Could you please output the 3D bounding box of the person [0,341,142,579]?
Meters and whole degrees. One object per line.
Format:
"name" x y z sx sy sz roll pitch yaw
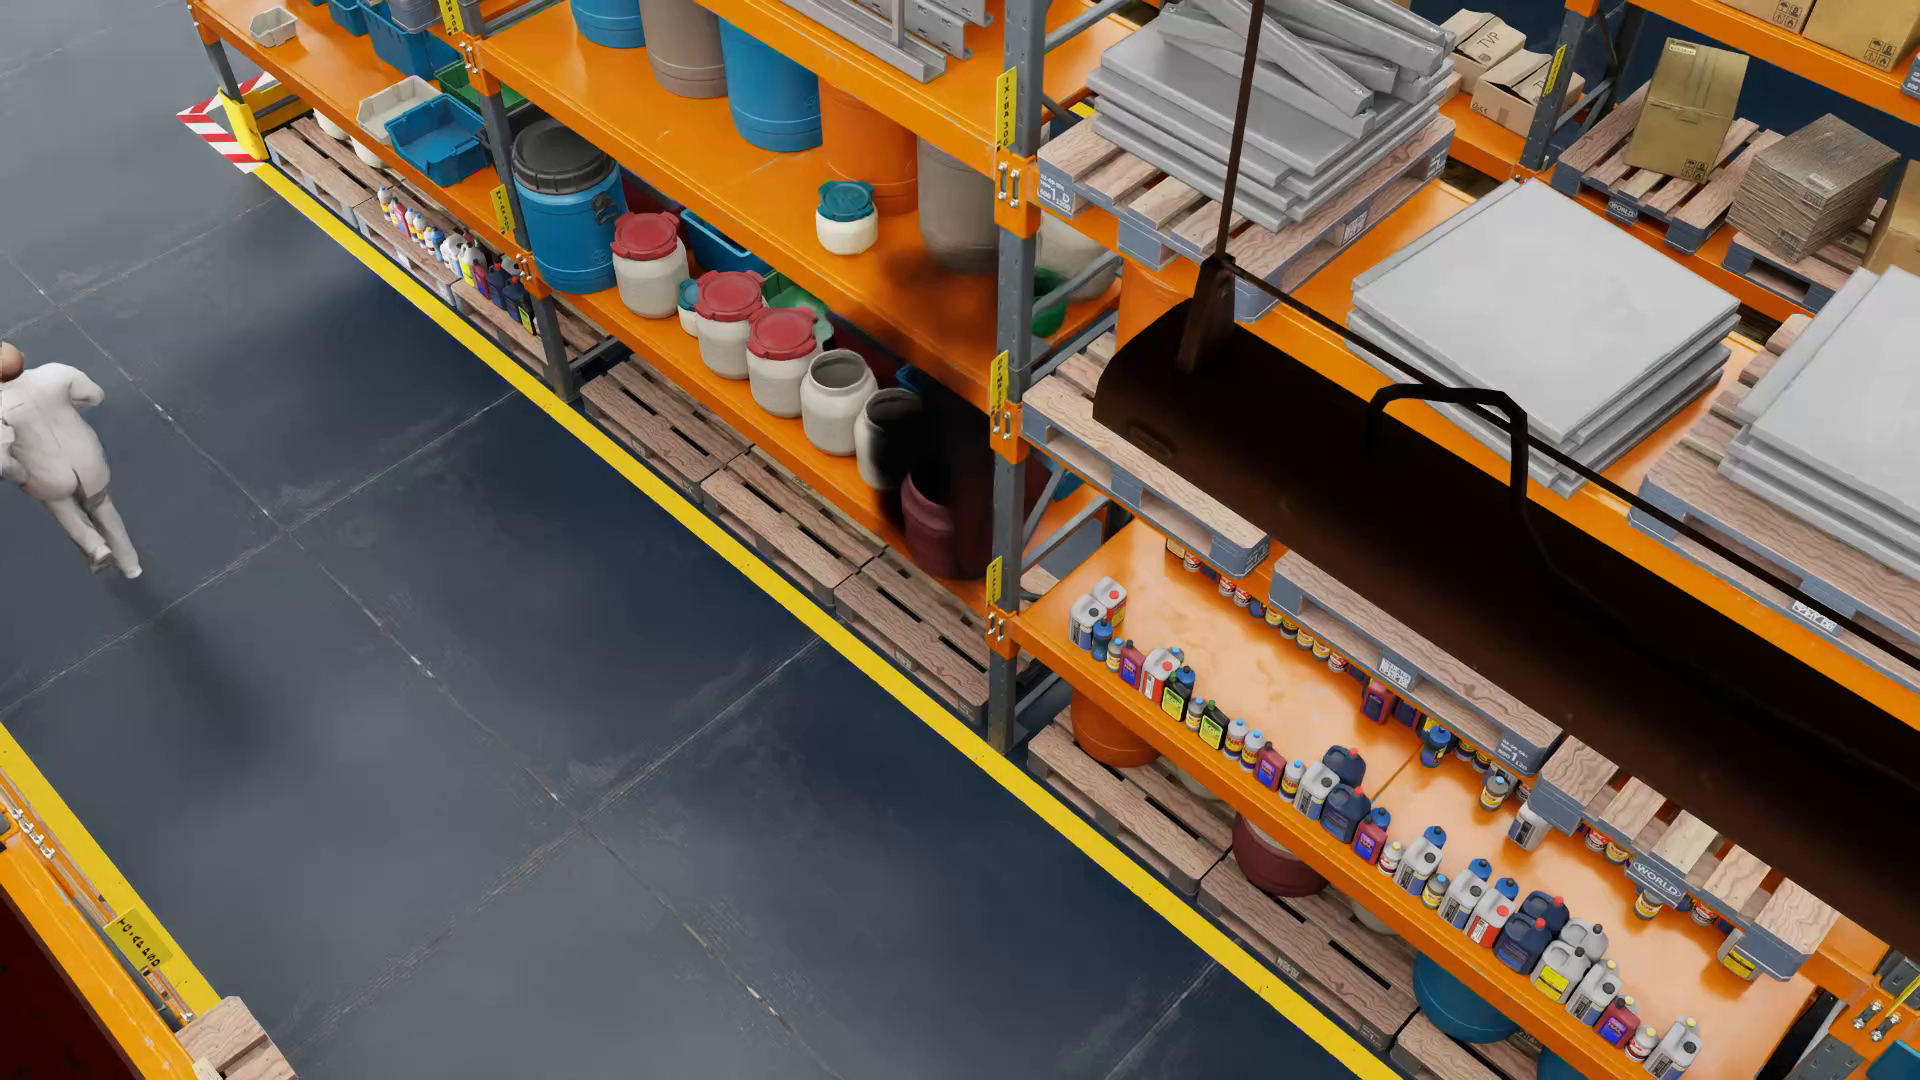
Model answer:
"person" -5.102 -0.499 9.398 0.623 1.741 0.711 37 59 27
